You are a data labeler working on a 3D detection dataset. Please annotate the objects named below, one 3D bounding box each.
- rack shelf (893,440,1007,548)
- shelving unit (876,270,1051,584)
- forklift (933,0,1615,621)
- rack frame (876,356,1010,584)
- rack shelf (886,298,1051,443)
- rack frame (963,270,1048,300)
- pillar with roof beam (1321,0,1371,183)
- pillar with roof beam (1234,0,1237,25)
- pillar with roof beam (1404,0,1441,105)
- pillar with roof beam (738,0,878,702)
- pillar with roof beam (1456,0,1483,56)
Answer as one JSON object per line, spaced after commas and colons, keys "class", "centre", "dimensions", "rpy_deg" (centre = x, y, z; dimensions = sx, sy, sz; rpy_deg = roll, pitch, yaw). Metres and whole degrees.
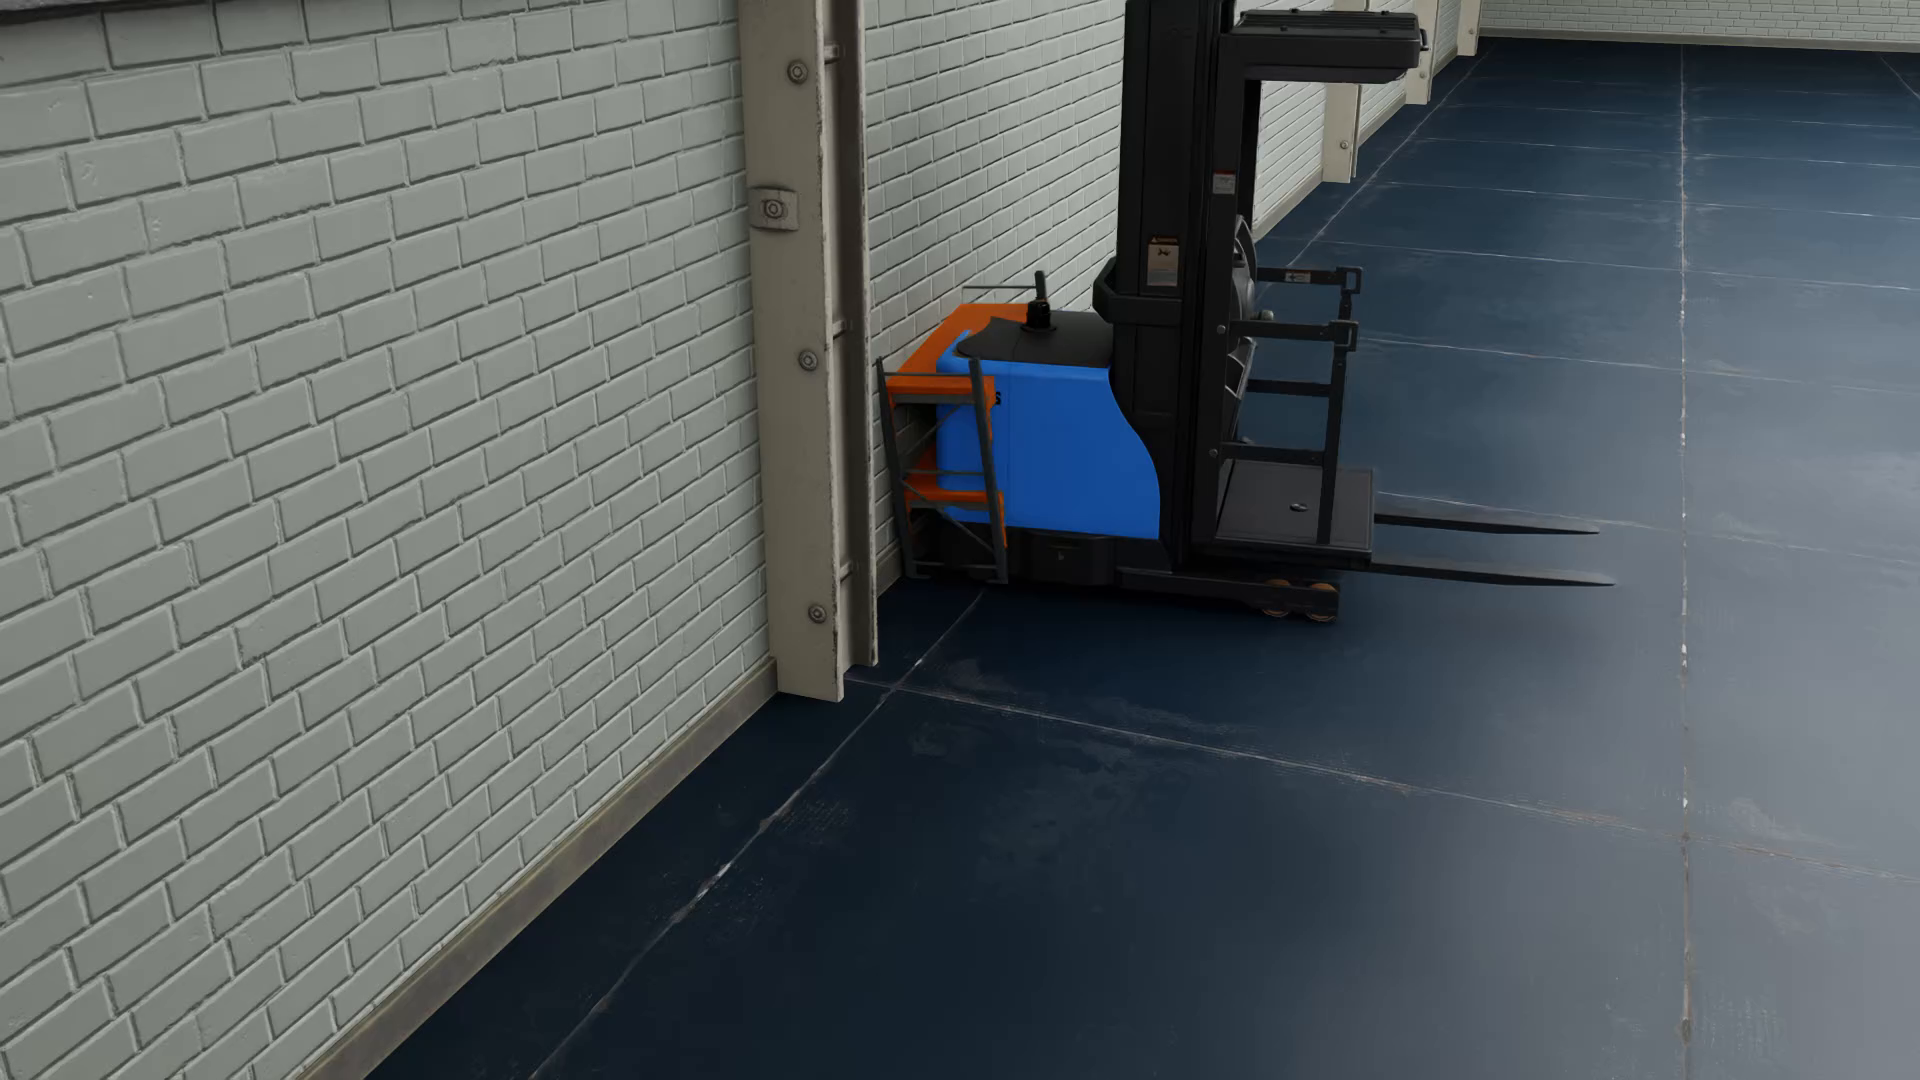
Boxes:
{"class": "rack shelf", "centre": [0.109, -0.345, 8.022], "dimensions": [0.538, 0.278, 1.000], "rpy_deg": [3, 31, 20]}
{"class": "shelving unit", "centre": [0.078, -0.556, 7.904], "dimensions": [0.538, 1.125, 1.048], "rpy_deg": [3, 31, 20]}
{"class": "forklift", "centre": [1.450, -1.217, 7.361], "dimensions": [3.031, 2.935, 1.130], "rpy_deg": [5, 23, 13]}
{"class": "rack frame", "centre": [-0.082, -0.303, 7.493], "dimensions": [0.500, 1.125, 0.032], "rpy_deg": [3, 31, 20]}
{"class": "rack shelf", "centre": [0.040, -0.809, 7.762], "dimensions": [0.538, 0.278, 1.000], "rpy_deg": [3, 31, 20]}
{"class": "rack frame", "centre": [0.238, -0.810, 8.314], "dimensions": [0.500, 1.125, 0.032], "rpy_deg": [3, 31, 20]}
{"class": "pillar with roof beam", "centre": [7.895, -7.270, 13.978], "dimensions": [9.100, 9.000, 0.400], "rpy_deg": [9, 24, 20]}
{"class": "pillar with roof beam", "centre": [5.666, -5.122, 8.838], "dimensions": [9.100, 9.000, 0.400], "rpy_deg": [9, 24, 20]}
{"class": "pillar with roof beam", "centre": [10.124, -9.417, 19.119], "dimensions": [9.100, 9.000, 0.400], "rpy_deg": [9, 24, 20]}
{"class": "pillar with roof beam", "centre": [3.438, -2.975, 3.698], "dimensions": [9.100, 9.000, 0.400], "rpy_deg": [9, 24, 20]}
{"class": "pillar with roof beam", "centre": [12.353, -11.564, 24.259], "dimensions": [9.100, 9.000, 0.400], "rpy_deg": [9, 24, 20]}
